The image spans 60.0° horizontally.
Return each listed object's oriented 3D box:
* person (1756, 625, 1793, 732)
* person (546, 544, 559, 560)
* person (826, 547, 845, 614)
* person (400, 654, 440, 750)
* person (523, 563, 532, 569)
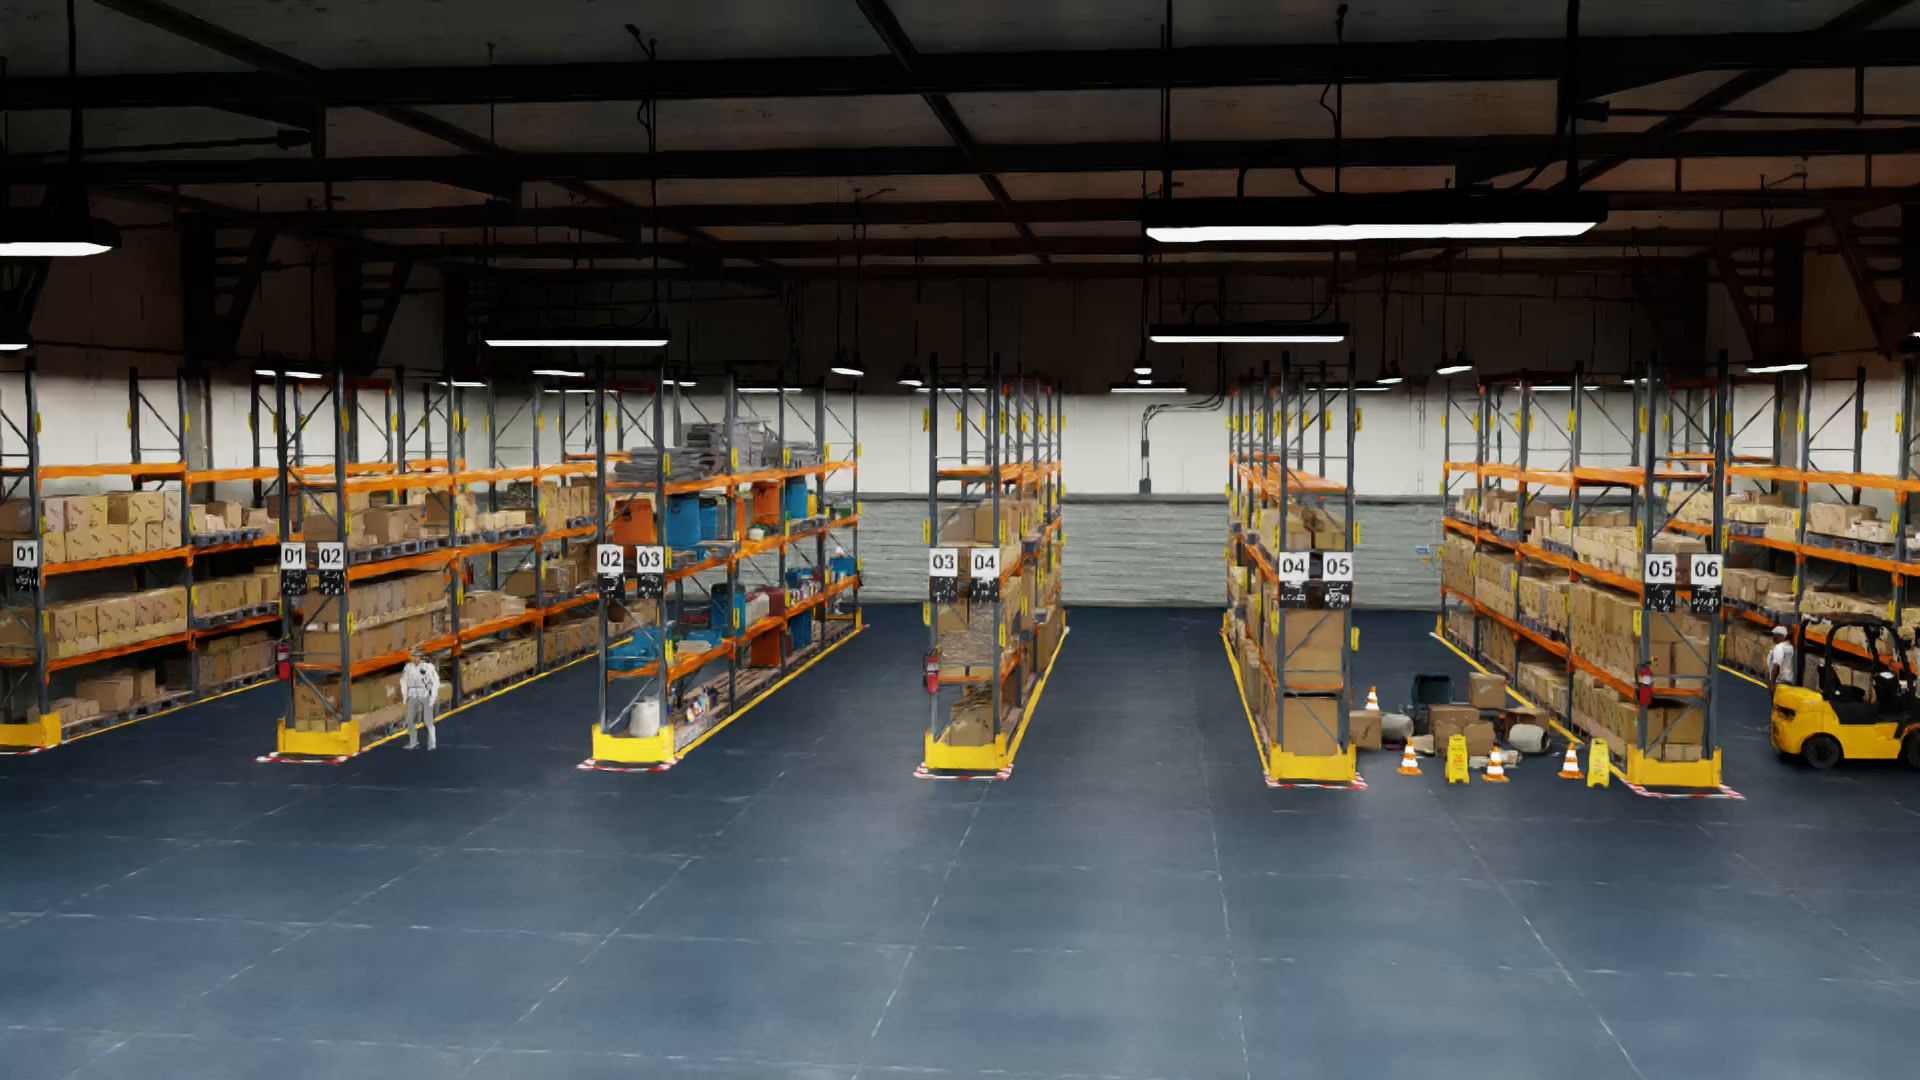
[{"bbox_3d":[12.985,2.237,26.450,0.574,1.764,0.599,3,5,35],"label":"person"},{"bbox_3d":[2.554,0.559,38.505,29.153,3.443,12.375,0,4,6],"label":"person"},{"bbox_3d":[-3.209,1.065,42.973,0.468,1.775,0.715,3,5,35],"label":"person"},{"bbox_3d":[-8.240,2.413,25.392,0.639,1.604,0.497,0,4,4],"label":"person"},{"bbox_3d":[-9.889,1.410,38.070,0.560,1.770,0.627,3,5,37],"label":"person"}]
